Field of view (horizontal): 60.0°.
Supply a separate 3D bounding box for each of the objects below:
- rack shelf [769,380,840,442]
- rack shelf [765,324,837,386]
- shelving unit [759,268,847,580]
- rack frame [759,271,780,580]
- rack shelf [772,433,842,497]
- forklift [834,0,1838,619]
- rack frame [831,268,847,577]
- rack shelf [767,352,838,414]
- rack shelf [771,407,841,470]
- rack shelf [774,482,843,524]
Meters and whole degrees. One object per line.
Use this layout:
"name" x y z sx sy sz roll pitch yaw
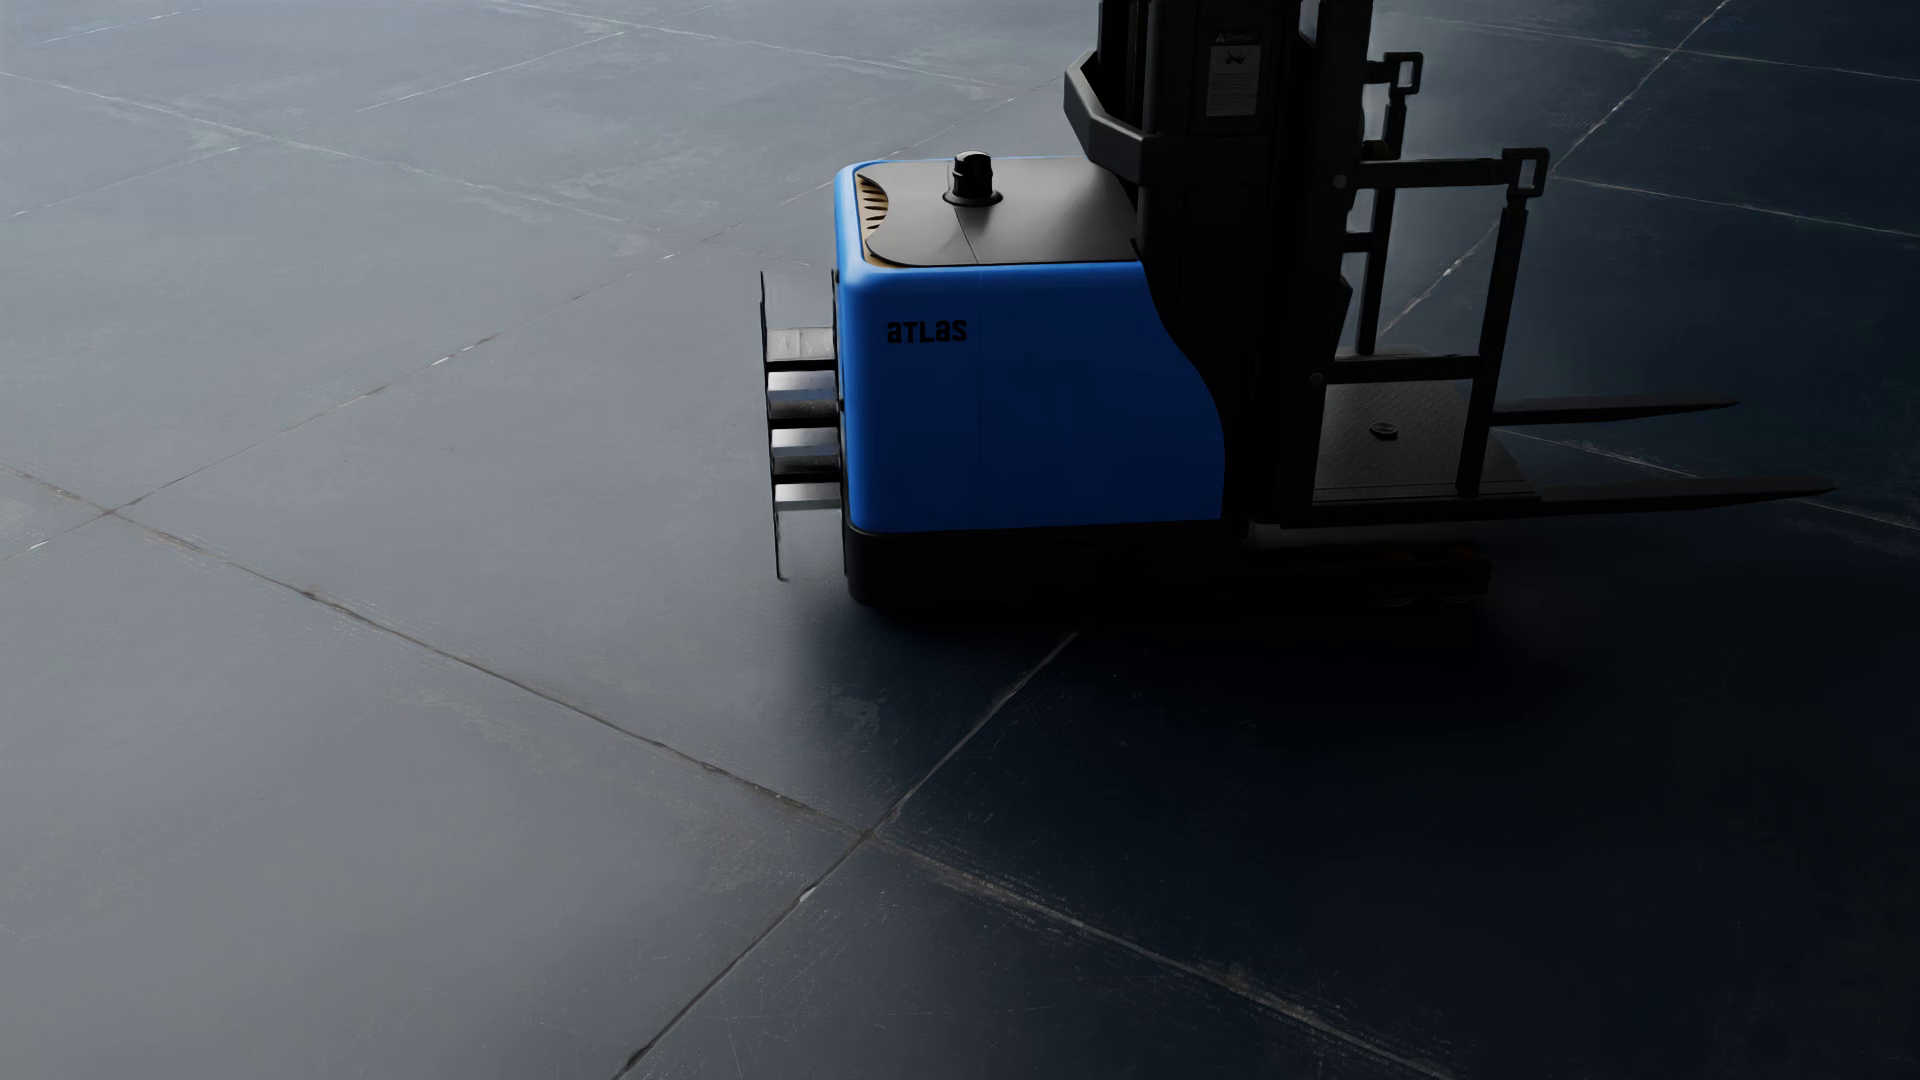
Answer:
"rack shelf" -0.460 -0.382 4.899 0.200 0.077 0.258 -3 30 -4
"rack shelf" -0.460 -0.537 4.808 0.200 0.077 0.258 -3 30 -4
"shelving unit" -0.460 -0.333 4.927 0.210 0.900 0.258 -3 30 -4
"rack frame" -0.561 -0.328 4.920 0.006 0.900 0.240 -3 30 -4
"rack shelf" -0.460 -0.226 4.990 0.200 0.077 0.258 -3 30 -4
"forklift" 1.148 -1.333 4.626 3.031 2.935 1.130 -3 30 -4
"rack frame" -0.359 -0.337 4.935 0.006 0.900 0.240 -3 30 -4
"rack shelf" -0.460 -0.460 4.854 0.200 0.077 0.258 -3 30 -4
"rack shelf" -0.460 -0.304 4.944 0.200 0.077 0.258 -3 30 -4
"rack shelf" -0.460 -0.149 5.035 0.200 0.077 0.258 -3 30 -4
